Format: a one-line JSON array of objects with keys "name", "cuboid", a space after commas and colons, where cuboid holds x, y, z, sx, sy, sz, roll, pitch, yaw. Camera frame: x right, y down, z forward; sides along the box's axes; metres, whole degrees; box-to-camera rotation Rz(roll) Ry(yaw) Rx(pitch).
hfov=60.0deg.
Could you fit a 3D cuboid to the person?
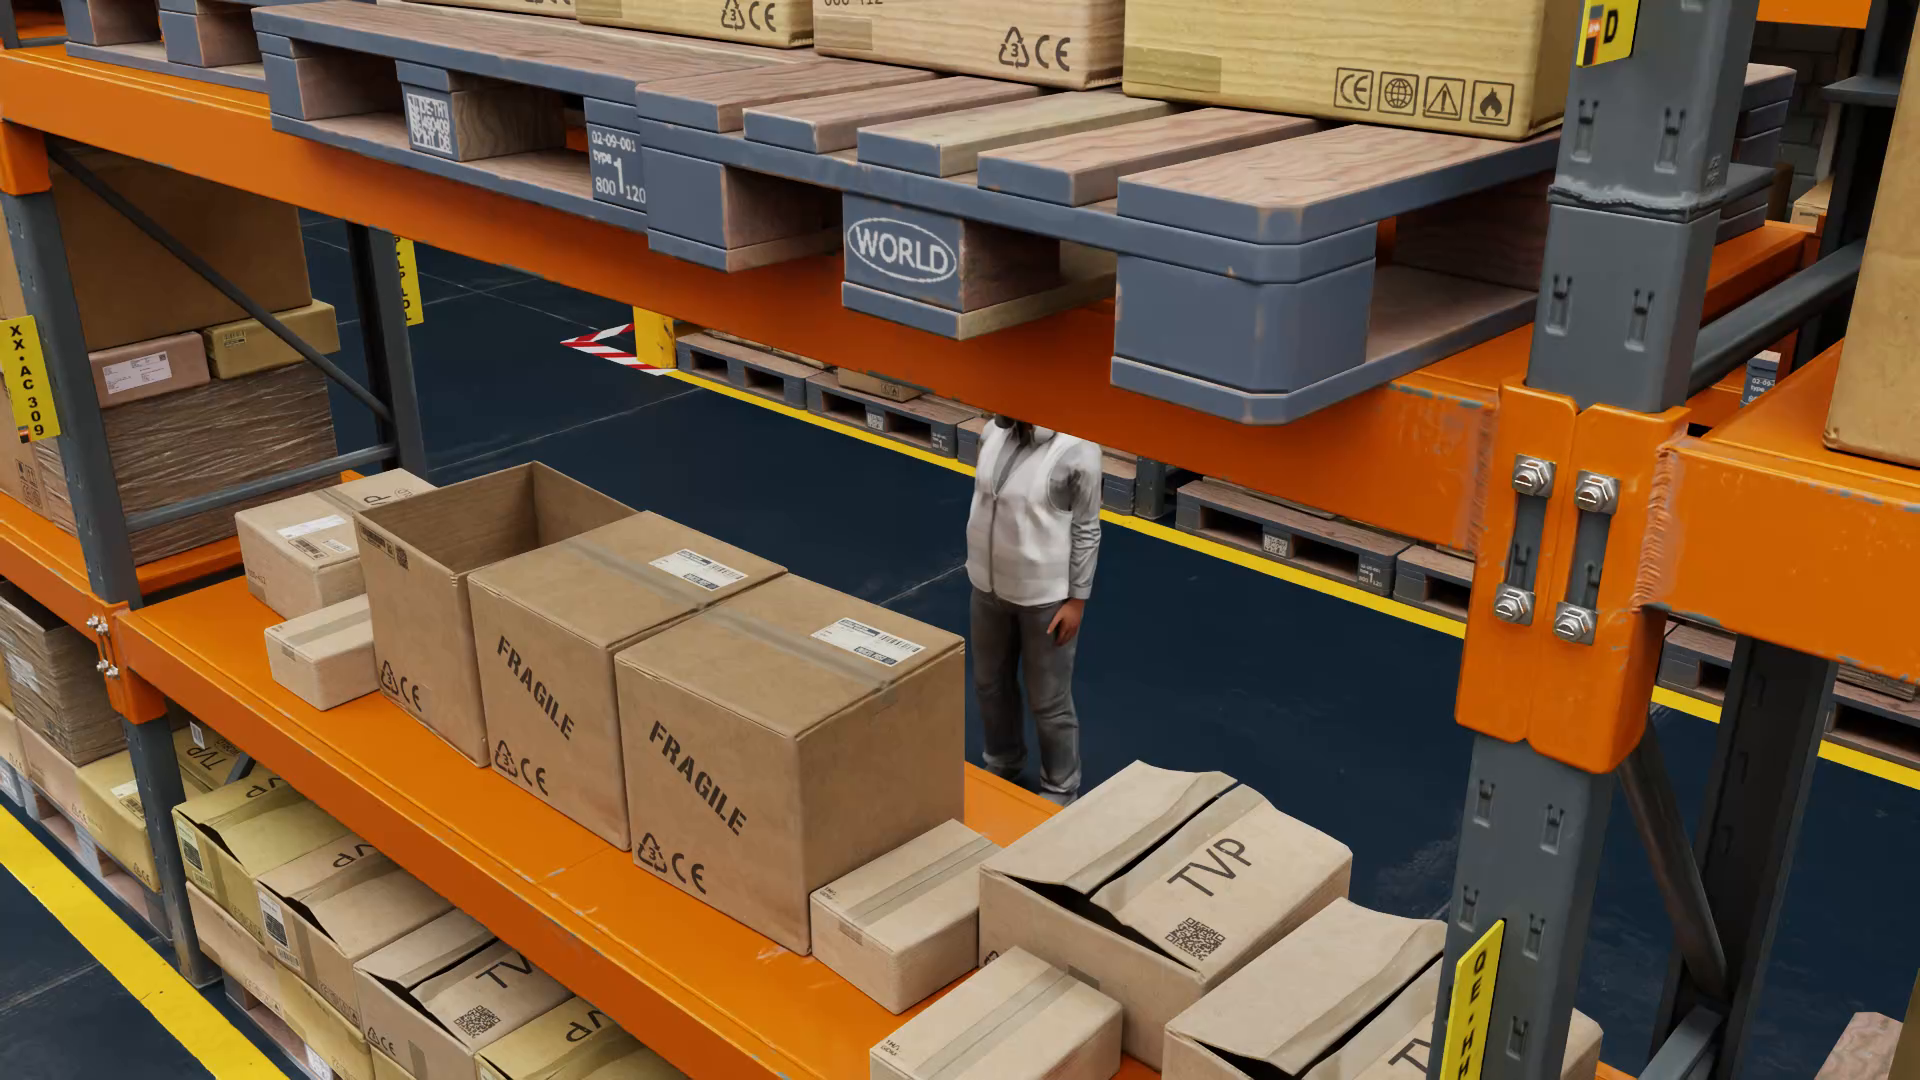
[{"name": "person", "cuboid": [0.239, 0.153, 5.730, 0.532, 1.772, 0.358, 21, 31, 39]}]
